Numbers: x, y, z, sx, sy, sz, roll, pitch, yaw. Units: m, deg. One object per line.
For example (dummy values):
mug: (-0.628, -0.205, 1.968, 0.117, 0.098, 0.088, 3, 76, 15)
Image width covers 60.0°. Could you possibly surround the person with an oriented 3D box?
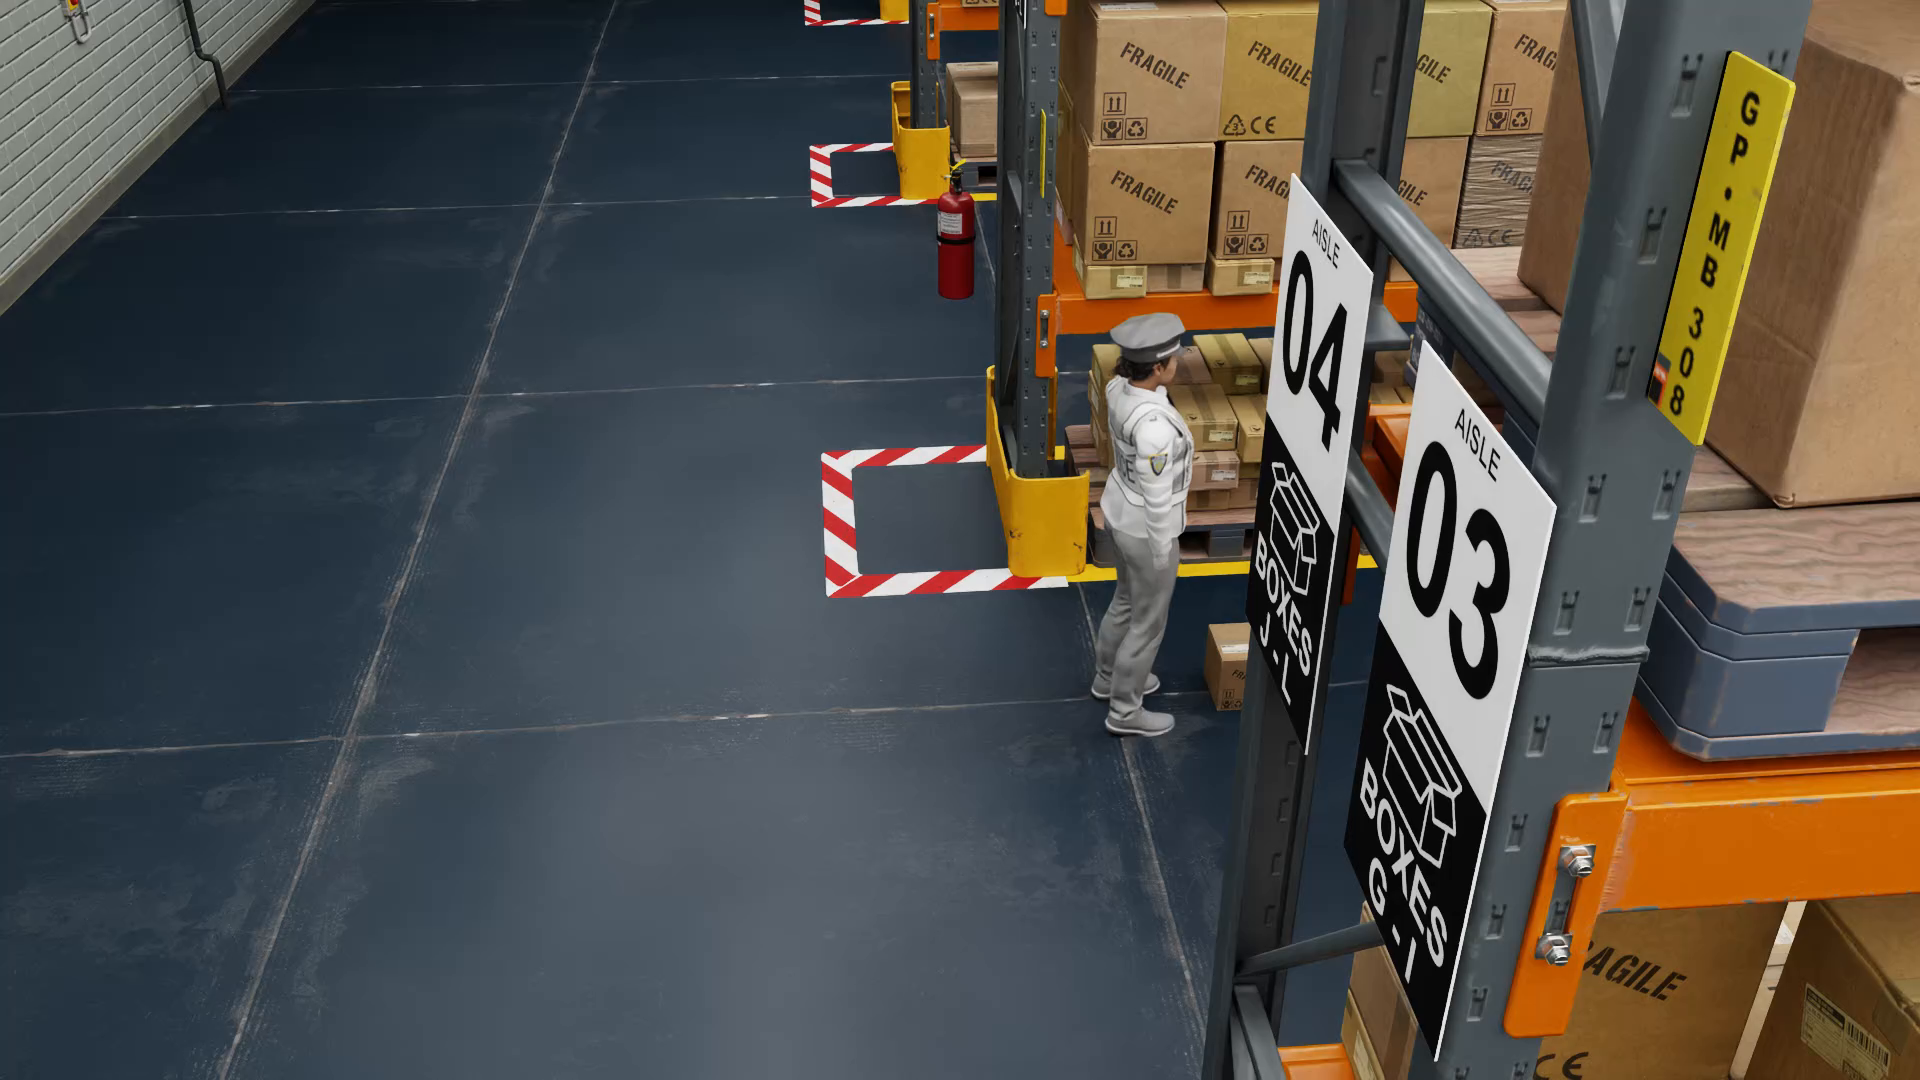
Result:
person: (0.694, -0.048, 6.223, 0.329, 1.684, 0.469, -7, 32, -11)
